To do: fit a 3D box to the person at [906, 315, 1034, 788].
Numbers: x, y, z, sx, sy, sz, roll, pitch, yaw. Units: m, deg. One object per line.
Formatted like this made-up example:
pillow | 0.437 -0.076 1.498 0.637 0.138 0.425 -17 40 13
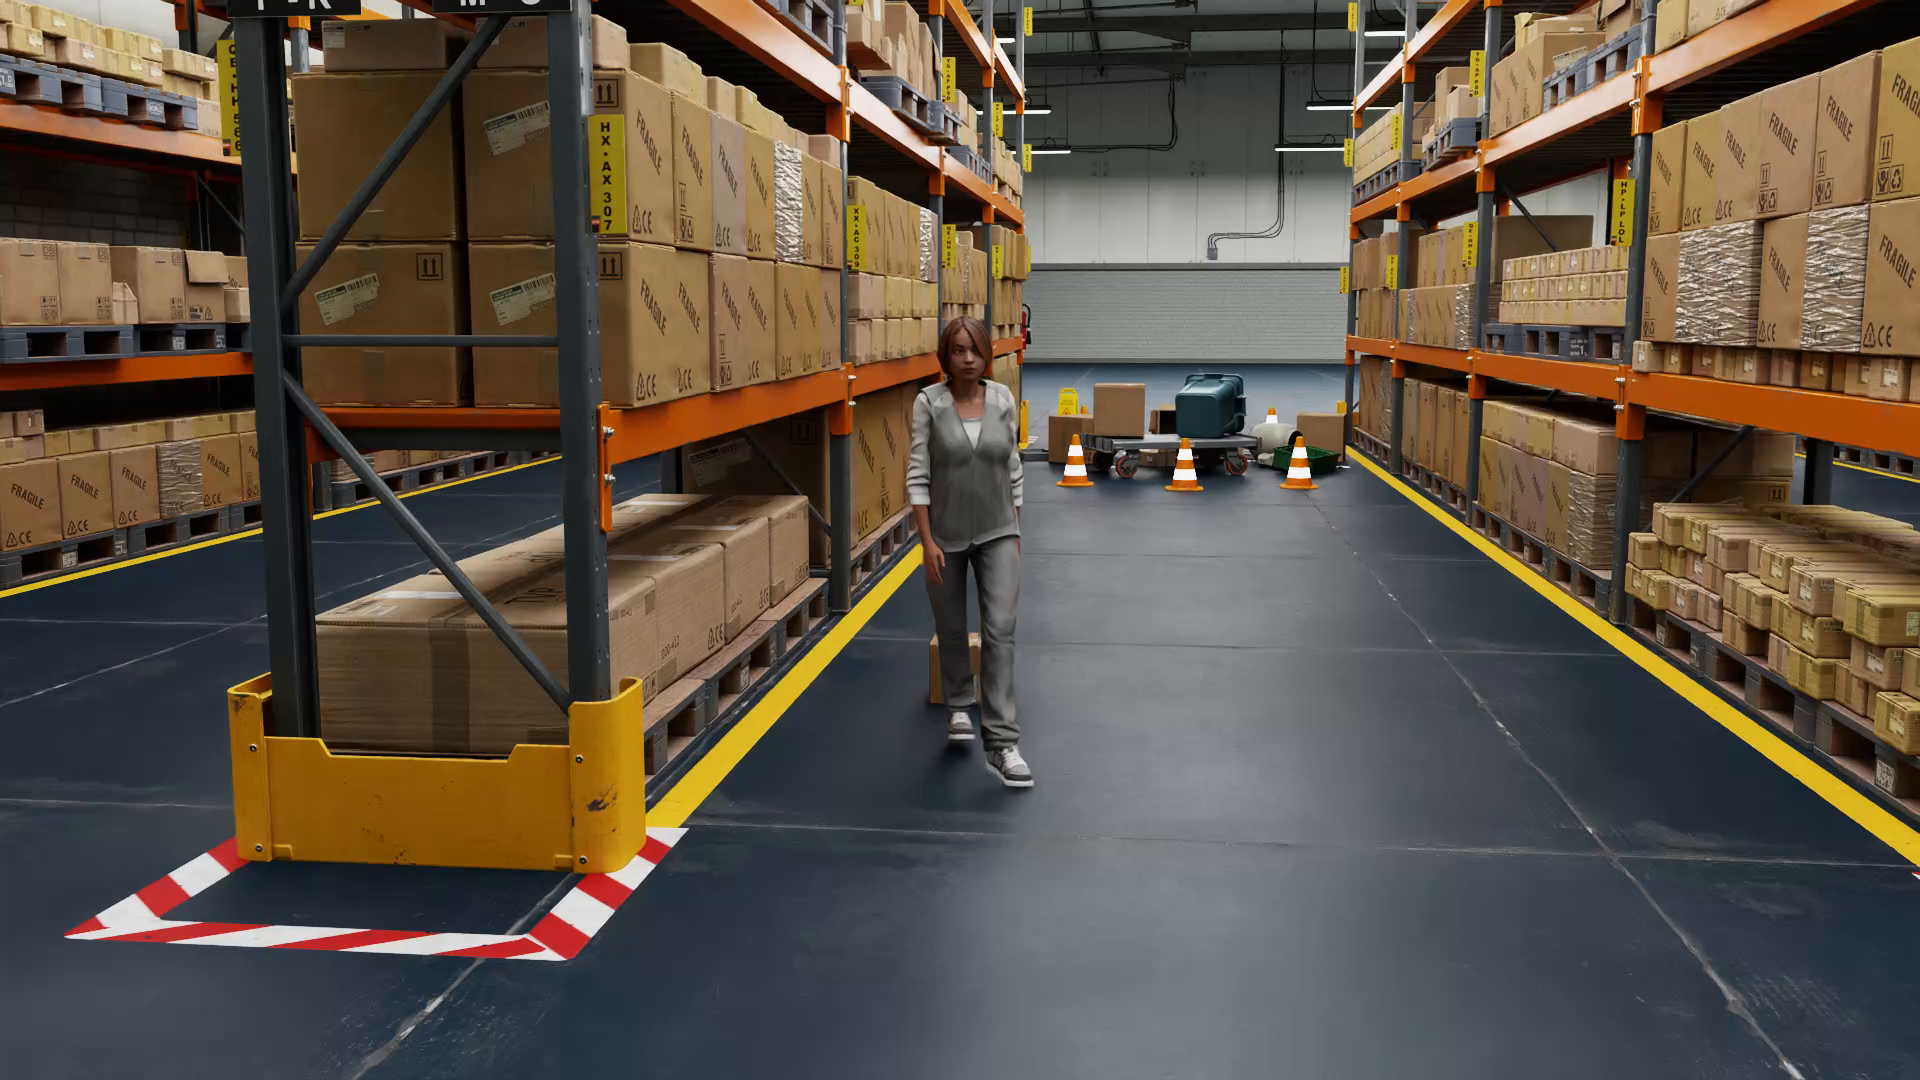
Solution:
person | 0.023 0.002 5.755 0.418 1.547 0.866 0 8 -3
